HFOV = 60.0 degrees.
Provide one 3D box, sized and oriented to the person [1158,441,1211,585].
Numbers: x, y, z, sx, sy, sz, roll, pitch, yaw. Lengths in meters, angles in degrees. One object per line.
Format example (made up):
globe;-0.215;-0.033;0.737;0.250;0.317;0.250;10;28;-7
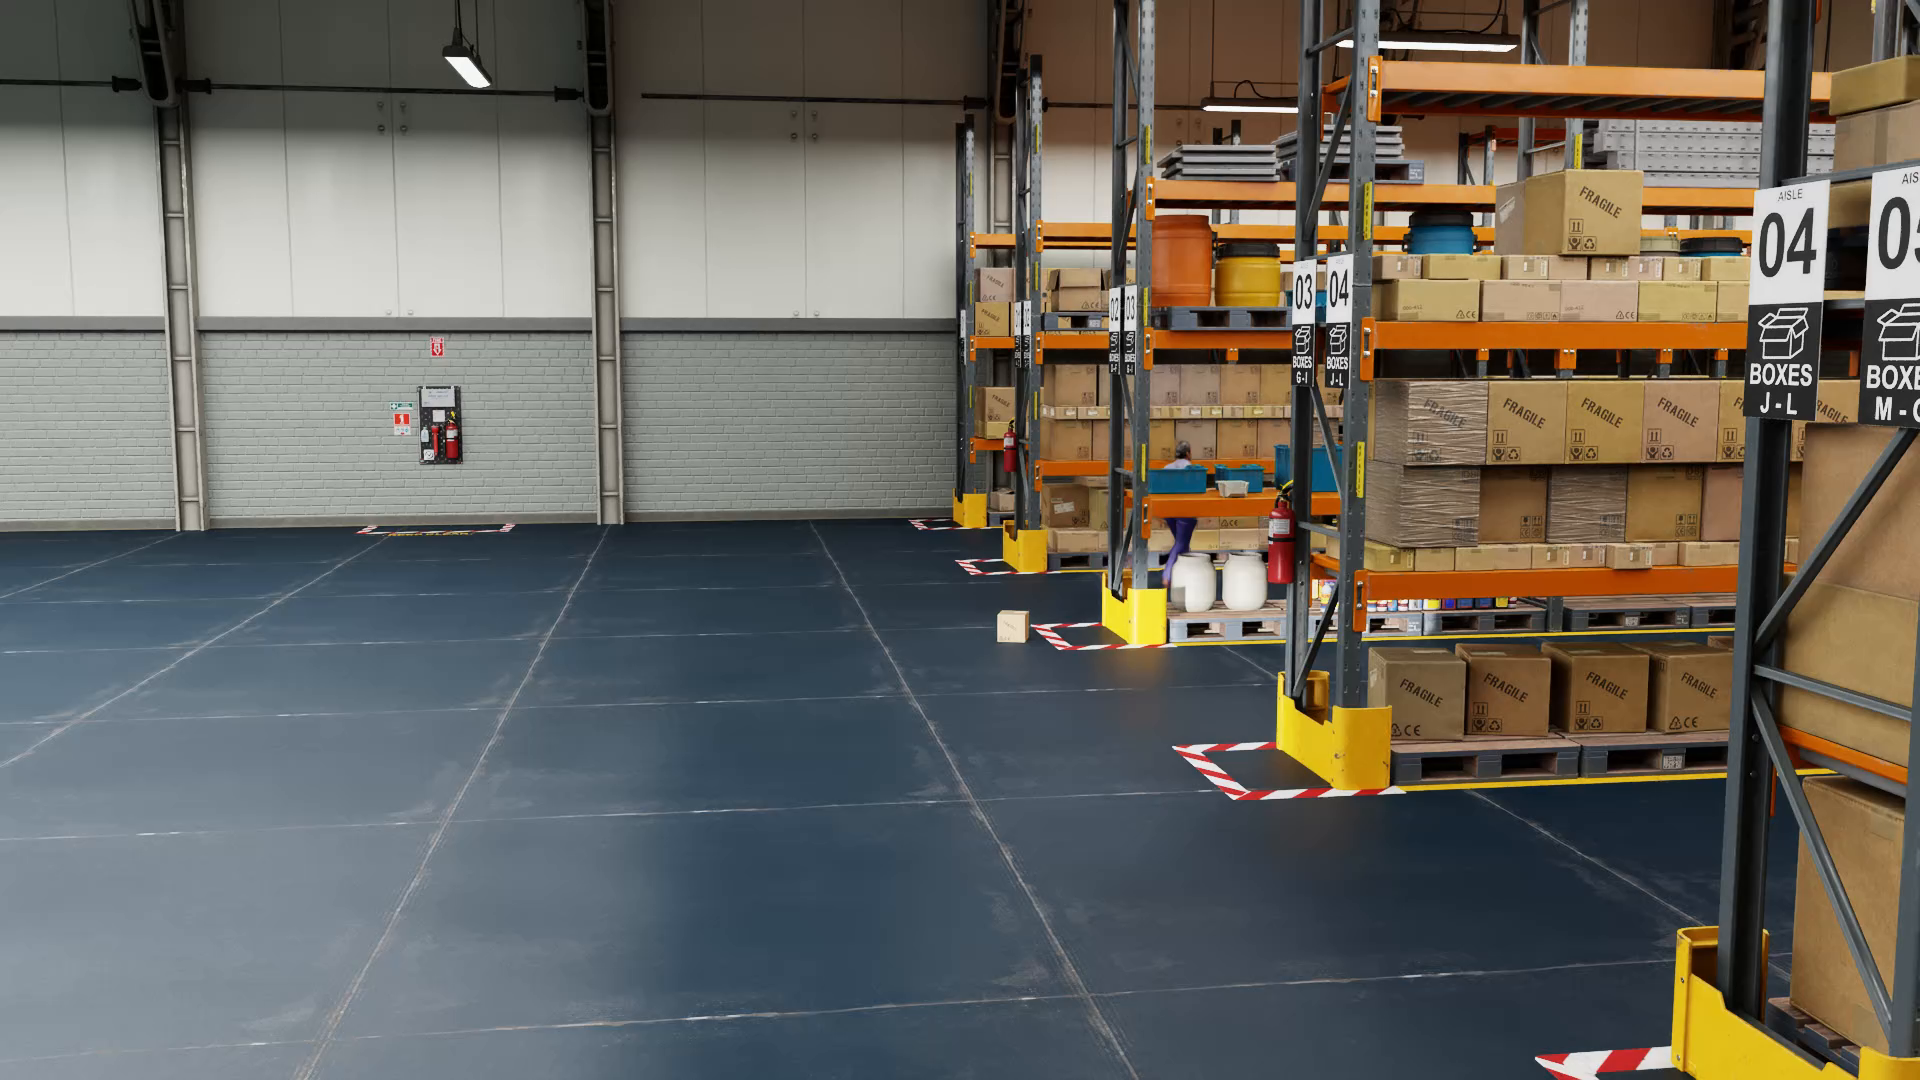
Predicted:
person;2.523;-0.300;18.480;0.503;1.588;0.936;6;9;43
